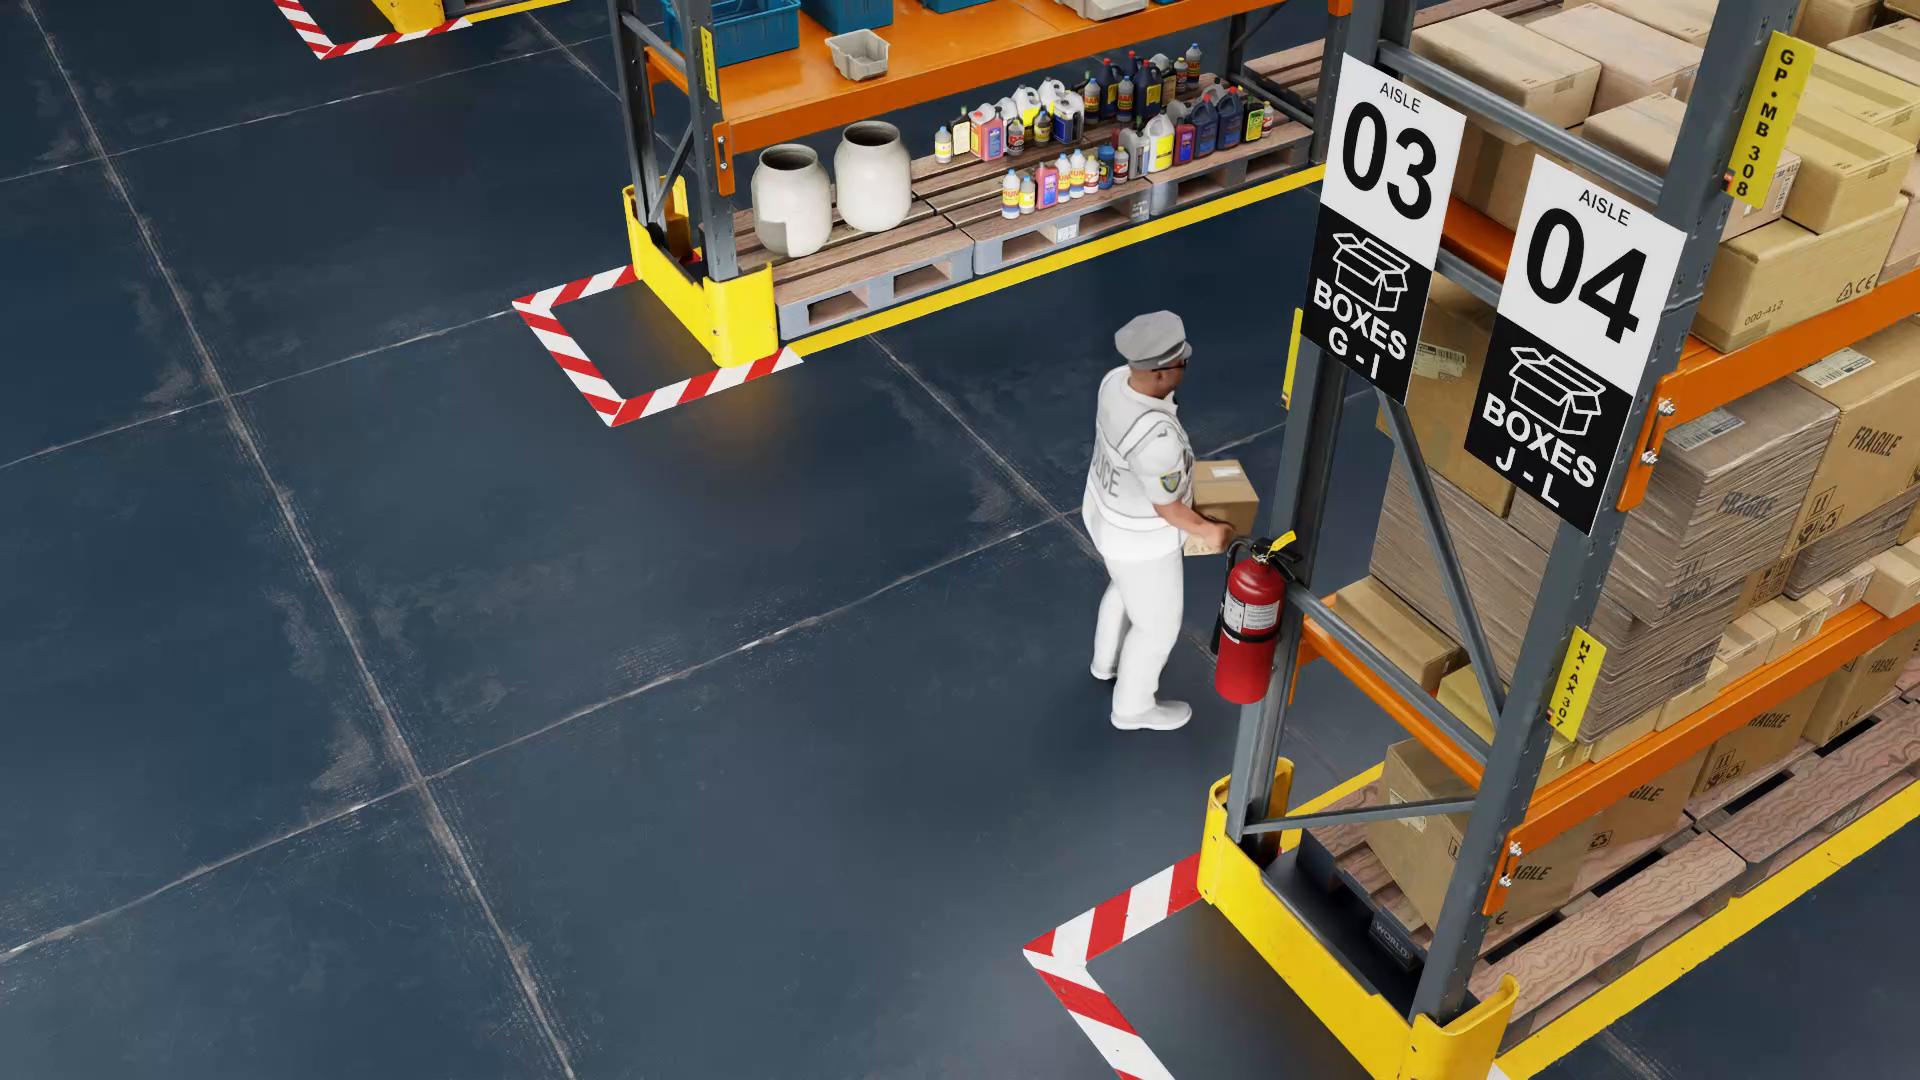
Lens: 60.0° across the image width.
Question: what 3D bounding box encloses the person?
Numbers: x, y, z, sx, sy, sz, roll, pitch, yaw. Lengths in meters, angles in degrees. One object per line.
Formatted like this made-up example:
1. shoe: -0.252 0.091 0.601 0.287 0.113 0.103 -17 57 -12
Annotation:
1. person: 0.736 -0.070 6.213 0.525 1.773 0.527 -8 41 -9
